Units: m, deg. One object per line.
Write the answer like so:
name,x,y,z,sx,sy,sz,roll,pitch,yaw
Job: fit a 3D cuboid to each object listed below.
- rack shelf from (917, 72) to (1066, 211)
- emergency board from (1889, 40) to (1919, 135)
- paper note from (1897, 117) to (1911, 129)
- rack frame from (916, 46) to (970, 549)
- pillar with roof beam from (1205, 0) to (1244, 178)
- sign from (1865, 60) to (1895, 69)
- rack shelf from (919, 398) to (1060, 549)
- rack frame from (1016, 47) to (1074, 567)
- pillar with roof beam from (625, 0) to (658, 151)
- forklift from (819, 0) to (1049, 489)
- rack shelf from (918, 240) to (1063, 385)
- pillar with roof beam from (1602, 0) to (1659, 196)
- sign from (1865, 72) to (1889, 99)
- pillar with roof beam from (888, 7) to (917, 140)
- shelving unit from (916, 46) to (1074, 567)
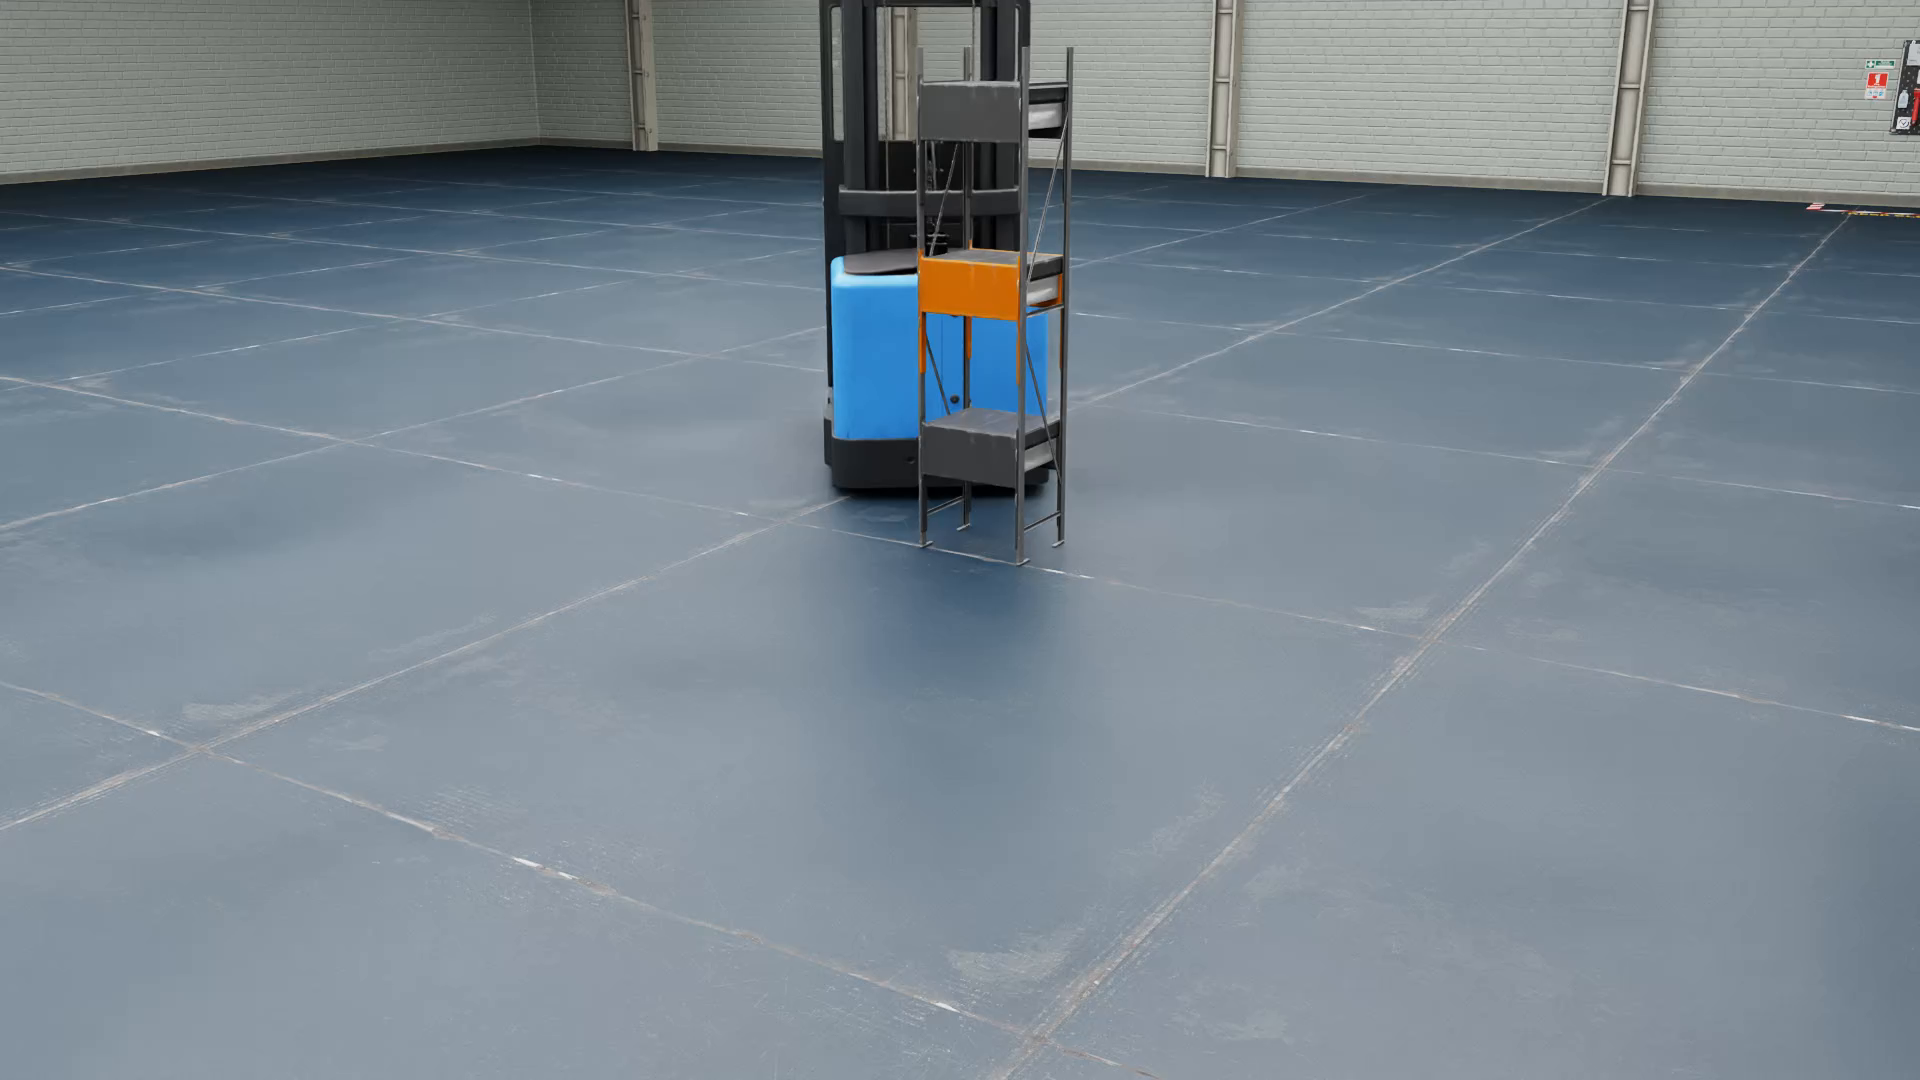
rack shelf,0.141,-1.636,6.794,0.480,0.518,0.431,10,20,30
emergency board,12.264,-5.750,21.150,0.626,1.169,0.157,10,20,30
paper note,12.147,-5.367,21.403,0.142,0.148,0.016,10,20,30
rack frame,-0.067,-1.017,7.115,0.015,2.100,0.400,10,20,30
pillar with roof beam,1.869,-8.988,21.489,0.400,9.000,9.100,10,20,30
sign,11.844,-6.122,21.400,0.331,0.109,0.001,10,20,30
rack shelf,0.141,-0.297,7.201,0.480,0.518,0.431,10,20,30
rack frame,0.349,-0.942,6.871,0.015,2.100,0.400,10,20,30
pillar with roof beam,-8.356,-10.814,27.498,0.400,9.000,9.100,10,20,30
forklift,-0.201,-2.026,9.009,1.130,2.935,3.031,-1,17,-4
rack shelf,0.141,-0.966,6.997,0.480,0.518,0.431,10,20,30
pillar with roof beam,6.982,-8.076,18.484,0.400,9.000,9.100,10,20,30
sign,11.845,-5.871,21.486,0.234,0.329,0.001,10,20,30
pillar with roof beam,-3.243,-9.901,24.493,0.400,9.000,9.100,10,20,30
shelving unit,0.141,-0.979,6.993,0.503,2.100,0.431,10,20,30
